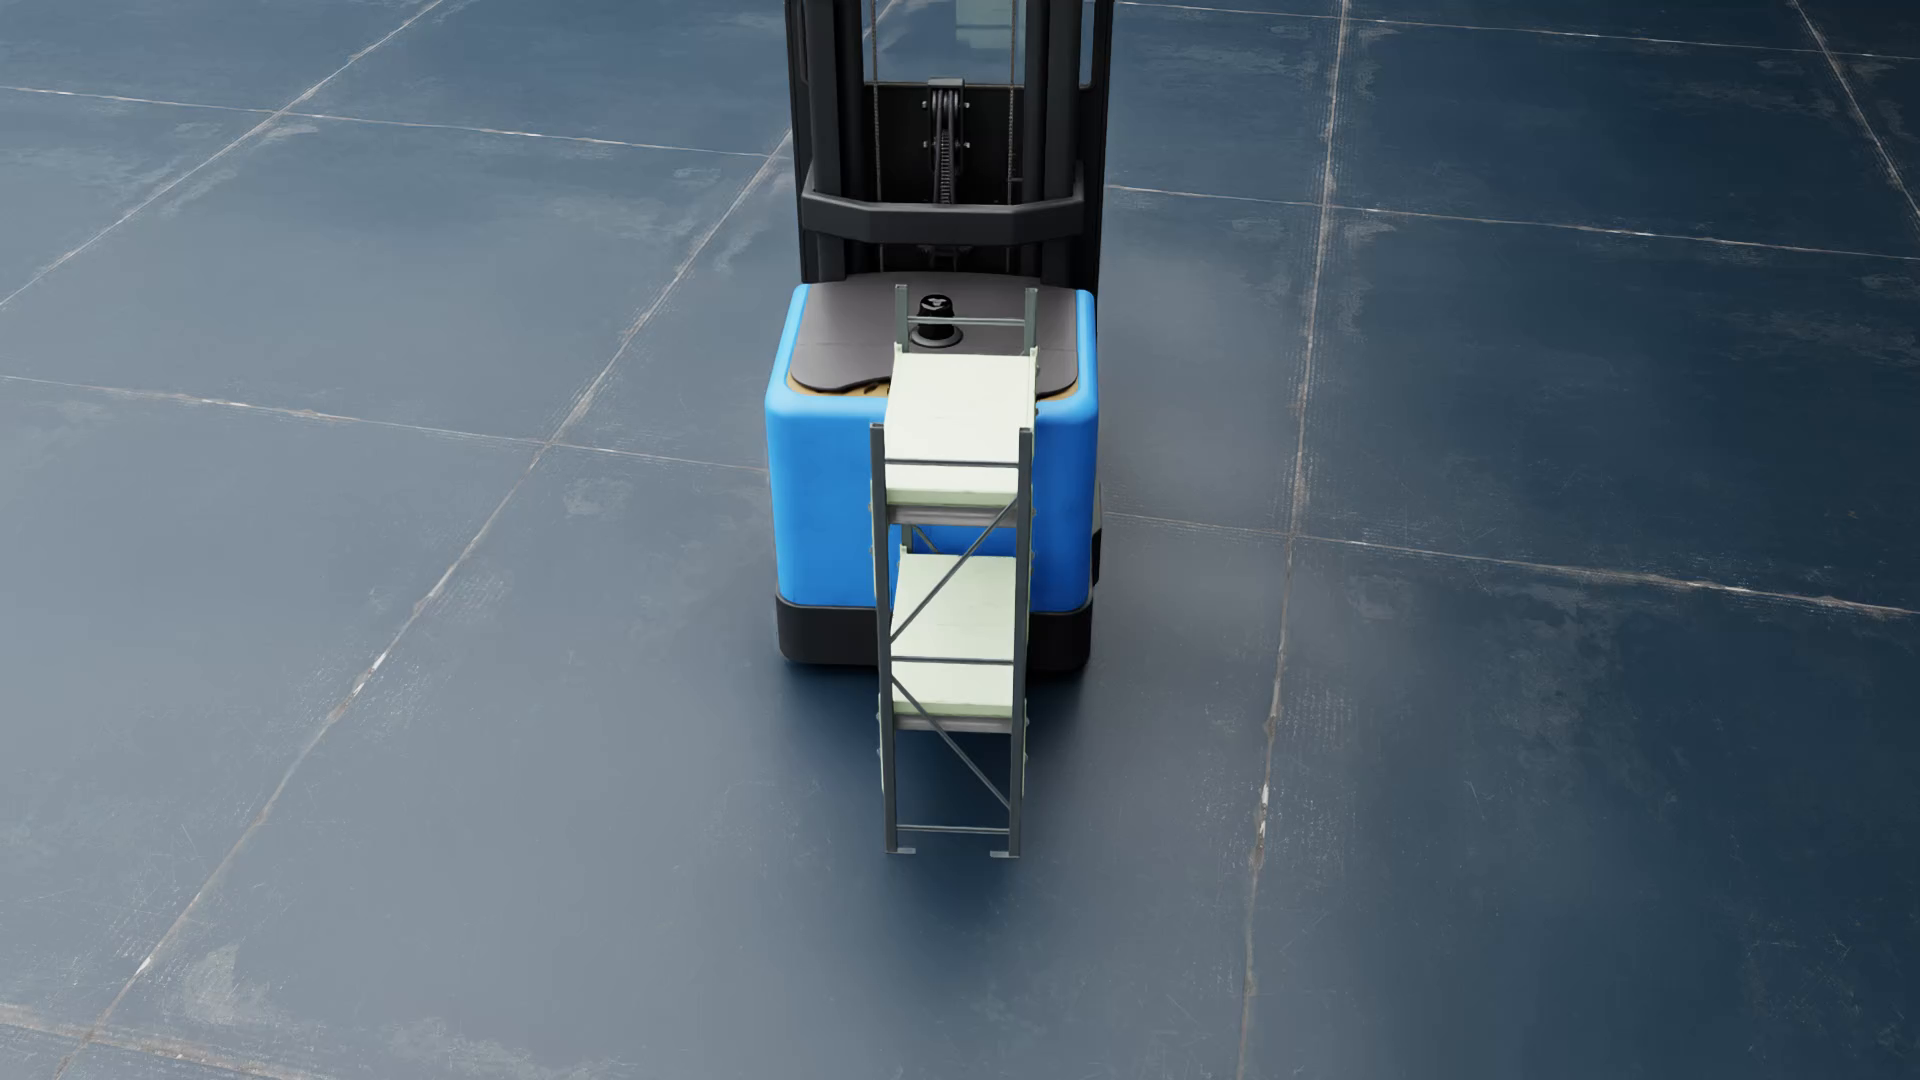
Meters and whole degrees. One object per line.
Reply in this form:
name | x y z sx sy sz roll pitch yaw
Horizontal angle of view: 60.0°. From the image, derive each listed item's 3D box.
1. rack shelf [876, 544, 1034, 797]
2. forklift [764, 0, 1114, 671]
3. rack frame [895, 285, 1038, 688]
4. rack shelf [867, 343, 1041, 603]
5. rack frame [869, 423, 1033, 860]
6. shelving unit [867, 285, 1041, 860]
rack shelf | -0.002 0.379 5.003 0.431 0.370 0.720 2 36 2
forklift | -0.025 -1.592 5.949 1.130 2.935 3.031 1 36 2
rack frame | 0.018 -0.100 5.107 0.400 1.500 0.023 2 36 2
rack shelf | -0.002 -0.200 4.582 0.431 0.370 0.720 2 36 2
rack frame | -0.022 0.330 4.516 0.400 1.500 0.023 2 36 2
shelving unit | -0.002 0.115 4.811 0.431 1.500 0.755 2 36 2
